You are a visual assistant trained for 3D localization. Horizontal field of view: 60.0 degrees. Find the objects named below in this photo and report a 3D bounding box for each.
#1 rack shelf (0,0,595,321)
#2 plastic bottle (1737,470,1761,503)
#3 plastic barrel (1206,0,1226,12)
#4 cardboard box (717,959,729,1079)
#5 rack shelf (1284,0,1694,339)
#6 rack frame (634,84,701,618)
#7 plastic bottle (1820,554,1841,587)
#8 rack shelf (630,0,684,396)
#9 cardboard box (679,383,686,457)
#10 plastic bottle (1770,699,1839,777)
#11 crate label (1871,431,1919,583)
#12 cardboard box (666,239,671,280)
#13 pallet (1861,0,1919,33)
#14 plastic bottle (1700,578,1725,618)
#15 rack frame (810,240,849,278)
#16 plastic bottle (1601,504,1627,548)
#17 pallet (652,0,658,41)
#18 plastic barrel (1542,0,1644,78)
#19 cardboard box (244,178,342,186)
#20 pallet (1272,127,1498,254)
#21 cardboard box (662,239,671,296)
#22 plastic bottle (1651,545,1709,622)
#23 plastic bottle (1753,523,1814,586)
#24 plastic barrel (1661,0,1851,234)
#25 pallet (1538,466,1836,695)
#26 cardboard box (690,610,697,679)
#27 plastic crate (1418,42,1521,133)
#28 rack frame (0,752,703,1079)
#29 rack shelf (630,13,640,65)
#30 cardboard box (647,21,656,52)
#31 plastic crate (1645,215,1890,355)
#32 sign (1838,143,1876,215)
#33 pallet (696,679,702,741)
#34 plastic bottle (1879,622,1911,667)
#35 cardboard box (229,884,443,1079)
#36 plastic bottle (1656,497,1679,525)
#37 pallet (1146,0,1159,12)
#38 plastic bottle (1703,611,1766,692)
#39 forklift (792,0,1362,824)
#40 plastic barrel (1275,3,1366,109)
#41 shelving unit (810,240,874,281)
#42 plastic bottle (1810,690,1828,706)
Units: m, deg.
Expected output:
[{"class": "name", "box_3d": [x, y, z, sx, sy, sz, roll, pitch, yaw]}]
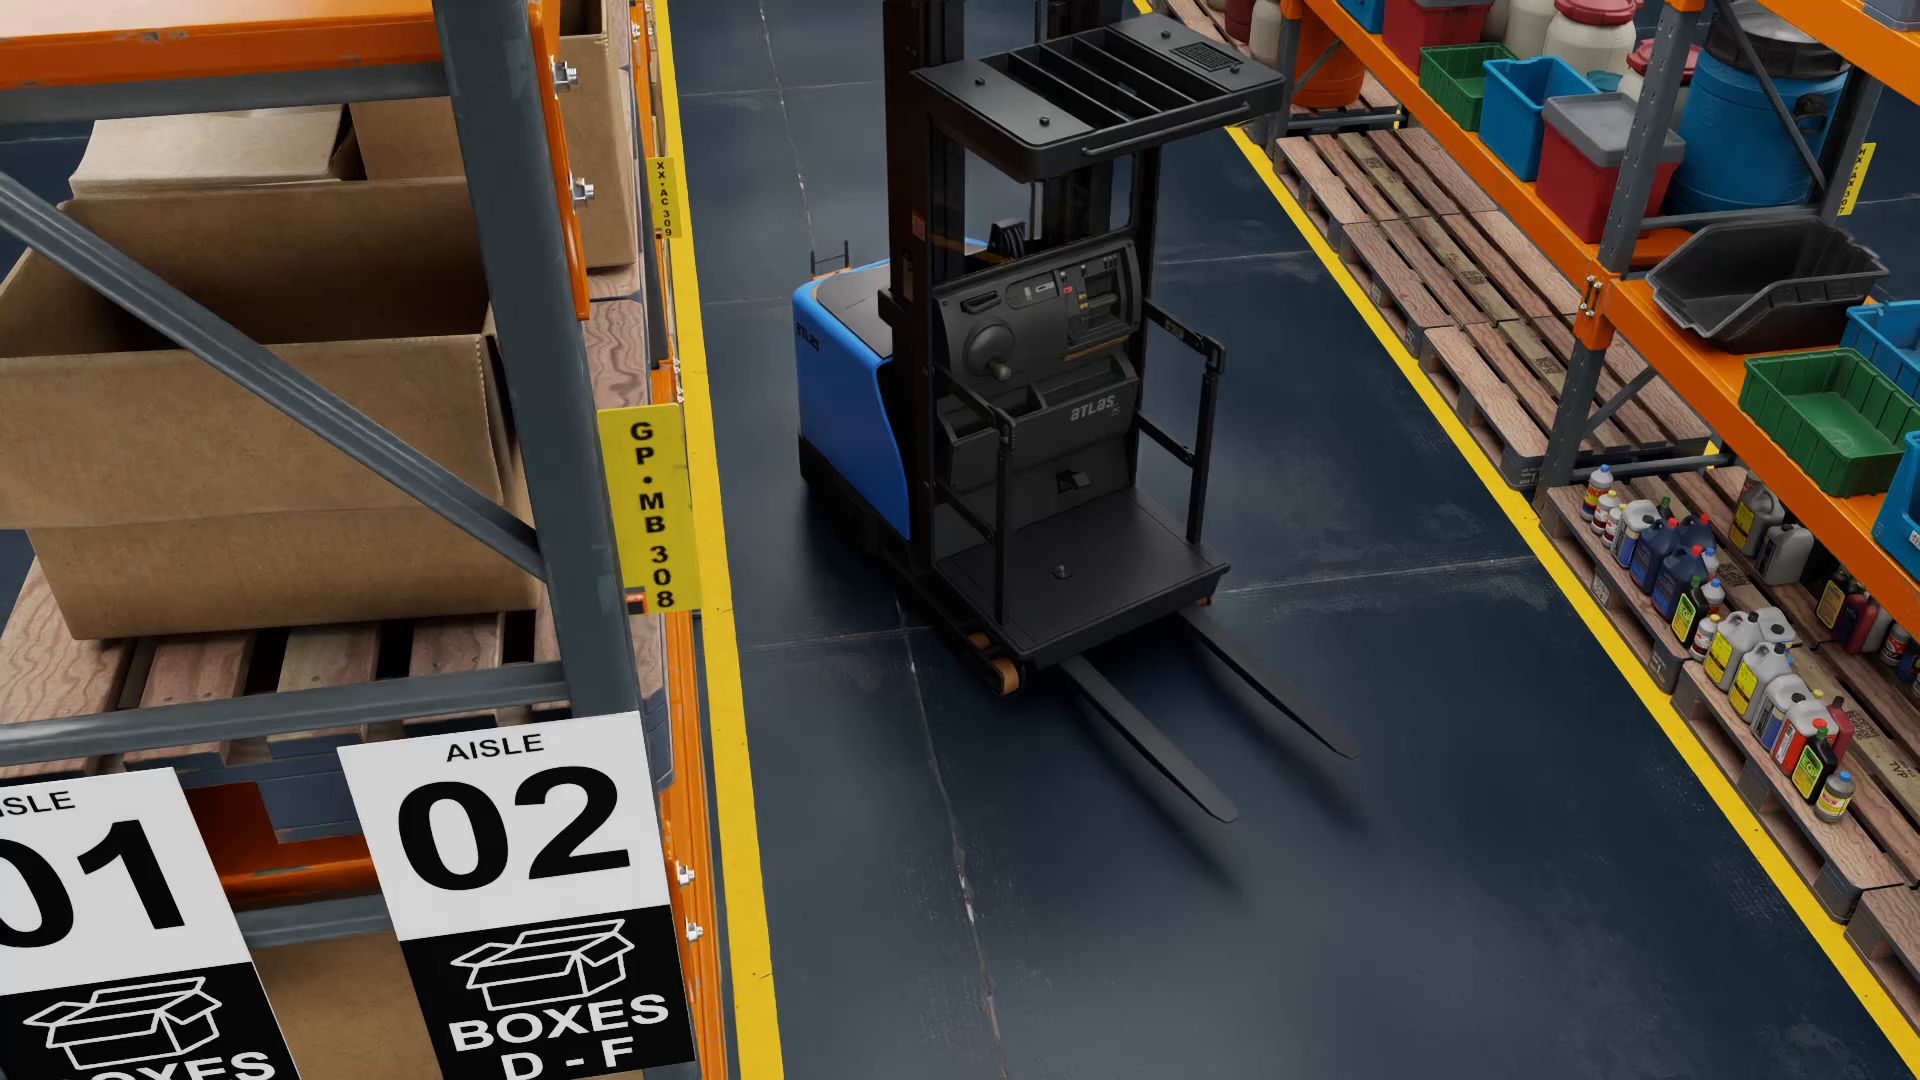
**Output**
[{"class": "rack shelf", "box_3d": [-1.291, -1.551, 3.324, 1.077, 0.370, 4.000, -6, 38, -8]}, {"class": "plastic bottle", "box_3d": [3.606, -0.246, 7.544, 0.097, 0.201, 0.097, 0, 38, 0]}, {"class": "plastic barrel", "box_3d": [2.047, -4.269, 12.486, 0.421, 0.512, 0.421, 0, 38, 0]}, {"class": "cardboard box", "box_3d": [-0.994, 1.552, 5.206, 0.500, 0.250, 0.500, -6, 38, -8]}, {"class": "rack shelf", "box_3d": [2.885, -2.287, 8.835, 1.077, 0.370, 4.000, -6, 38, -8]}, {"class": "rack frame", "box_3d": [-1.642, -0.832, 6.376, 1.000, 3.000, 0.127, -6, 38, -8]}, {"class": "plastic bottle", "box_3d": [3.736, 0.104, 7.026, 0.061, 0.283, 0.133, -4, 38, -5]}, {"class": "rack shelf", "box_3d": [-1.992, -1.756, 8.152, 1.077, 0.370, 4.000, -6, 38, -8]}, {"class": "cardboard box", "box_3d": [-1.557, -0.491, 7.836, 0.500, 0.250, 0.500, -5, 38, -7]}, {"class": "plastic bottle", "box_3d": [3.166, 0.738, 6.217, 0.152, 0.276, 0.135, -6, 38, -8]}, {"class": "crate label", "box_3d": [3.348, -0.043, 5.332, 0.502, 0.435, 0.616, -6, 38, -8]}, {"class": "cardboard box", "box_3d": [-1.831, -1.422, 9.034, 0.500, 0.250, 0.500, -5, 38, -7]}, {"class": "pallet", "box_3d": [3.458, -2.047, 5.649, 1.213, 0.211, 1.003, -6, 38, -8]}, {"class": "plastic bottle", "box_3d": [3.064, 0.272, 6.820, 0.097, 0.271, 0.097, 0, 38, 0]}, {"class": "rack frame", "box_3d": [-0.616, -0.971, 8.144, 0.200, 1.050, 0.008, -21, 43, -25]}, {"class": "plastic bottle", "box_3d": [2.896, -0.069, 7.316, 0.097, 0.201, 0.097, 0, 38, 0]}, {"class": "pallet", "box_3d": [-2.864, -4.076, 12.824, 1.003, 0.211, 1.213, -6, 38, -8]}, {"class": "plastic barrel", "box_3d": [3.155, -2.461, 8.362, 0.433, 0.535, 0.433, 0, 38, 0]}, {"class": "cardboard box", "box_3d": [-1.402, -0.430, 3.079, 0.500, 0.250, 0.500, -6, 38, -8]}, {"class": "pallet", "box_3d": [2.632, -2.205, 10.417, 1.003, 0.211, 1.213, -6, 38, -8]}, {"class": "cardboard box", "box_3d": [-1.740, -1.338, 8.470, 0.500, 0.311, 0.500, -5, 38, -7]}, {"class": "plastic bottle", "box_3d": [3.002, 0.156, 6.905, 0.144, 0.351, 0.185, -8, 39, -10]}, {"class": "plastic bottle", "box_3d": [3.525, 0.044, 7.110, 0.152, 0.276, 0.135, -6, 38, -8]}, {"class": "plastic barrel", "box_3d": [3.466, -1.827, 7.247, 0.600, 0.901, 0.708, -6, 38, -8]}, {"class": "pallet", "box_3d": [3.312, 0.149, 7.387, 1.003, 0.211, 1.213, -6, 38, -8]}, {"class": "cardboard box", "box_3d": [-1.345, 0.344, 6.761, 0.500, 0.250, 0.500, -6, 38, -8]}, {"class": "plastic crate", "box_3d": [2.652, -2.300, 8.439, 0.450, 0.188, 0.662, -6, 38, -8]}, {"class": "rack frame", "box_3d": [-0.940, 1.584, 3.266, 1.000, 3.000, 0.127, -6, 38, -8]}, {"class": "rack shelf", "box_3d": [-1.992, -2.941, 7.231, 1.077, 0.370, 4.000, -6, 38, -8]}, {"class": "cardboard box", "box_3d": [-2.239, -3.056, 10.918, 0.500, 0.500, 0.500, -8, 38, -10]}, {"class": "plastic crate", "box_3d": [3.202, -1.008, 6.653, 0.767, 0.338, 0.504, -6, 38, -8]}, {"class": "sign", "box_3d": [3.779, -1.524, 7.042, 0.100, 0.325, 0.005, -6, 38, -8]}, {"class": "pallet", "box_3d": [-1.543, 0.754, 6.607, 1.003, 0.211, 1.213, -6, 38, -8]}, {"class": "plastic bottle", "box_3d": [3.795, 0.405, 6.706, 0.097, 0.201, 0.097, 0, 38, 0]}, {"class": "cardboard box", "box_3d": [-1.019, 0.717, 3.243, 0.700, 0.500, 0.500, -6, 38, -8]}, {"class": "plastic bottle", "box_3d": [3.048, -0.044, 7.217, 0.061, 0.283, 0.133, -6, 38, -8]}, {"class": "pallet", "box_3d": [1.927, -4.623, 13.528, 1.003, 0.211, 1.213, -6, 38, -8]}, {"class": "plastic bottle", "box_3d": [3.076, 0.413, 6.574, 0.144, 0.351, 0.185, -7, 38, -8]}, {"class": "forklift", "box_3d": [0.443, -0.843, 6.446, 1.130, 2.935, 3.031, -21, 43, -25]}, {"class": "plastic barrel", "box_3d": [2.432, -3.381, 11.084, 0.600, 0.830, 0.708, -6, 38, -8]}, {"class": "shelving unit", "box_3d": [-0.550, -0.908, 8.063, 0.215, 1.050, 0.252, -21, 43, -25]}, {"class": "plastic bottle", "box_3d": [3.261, 0.659, 6.379, 0.097, 0.201, 0.097, 0, 38, 0]}]
